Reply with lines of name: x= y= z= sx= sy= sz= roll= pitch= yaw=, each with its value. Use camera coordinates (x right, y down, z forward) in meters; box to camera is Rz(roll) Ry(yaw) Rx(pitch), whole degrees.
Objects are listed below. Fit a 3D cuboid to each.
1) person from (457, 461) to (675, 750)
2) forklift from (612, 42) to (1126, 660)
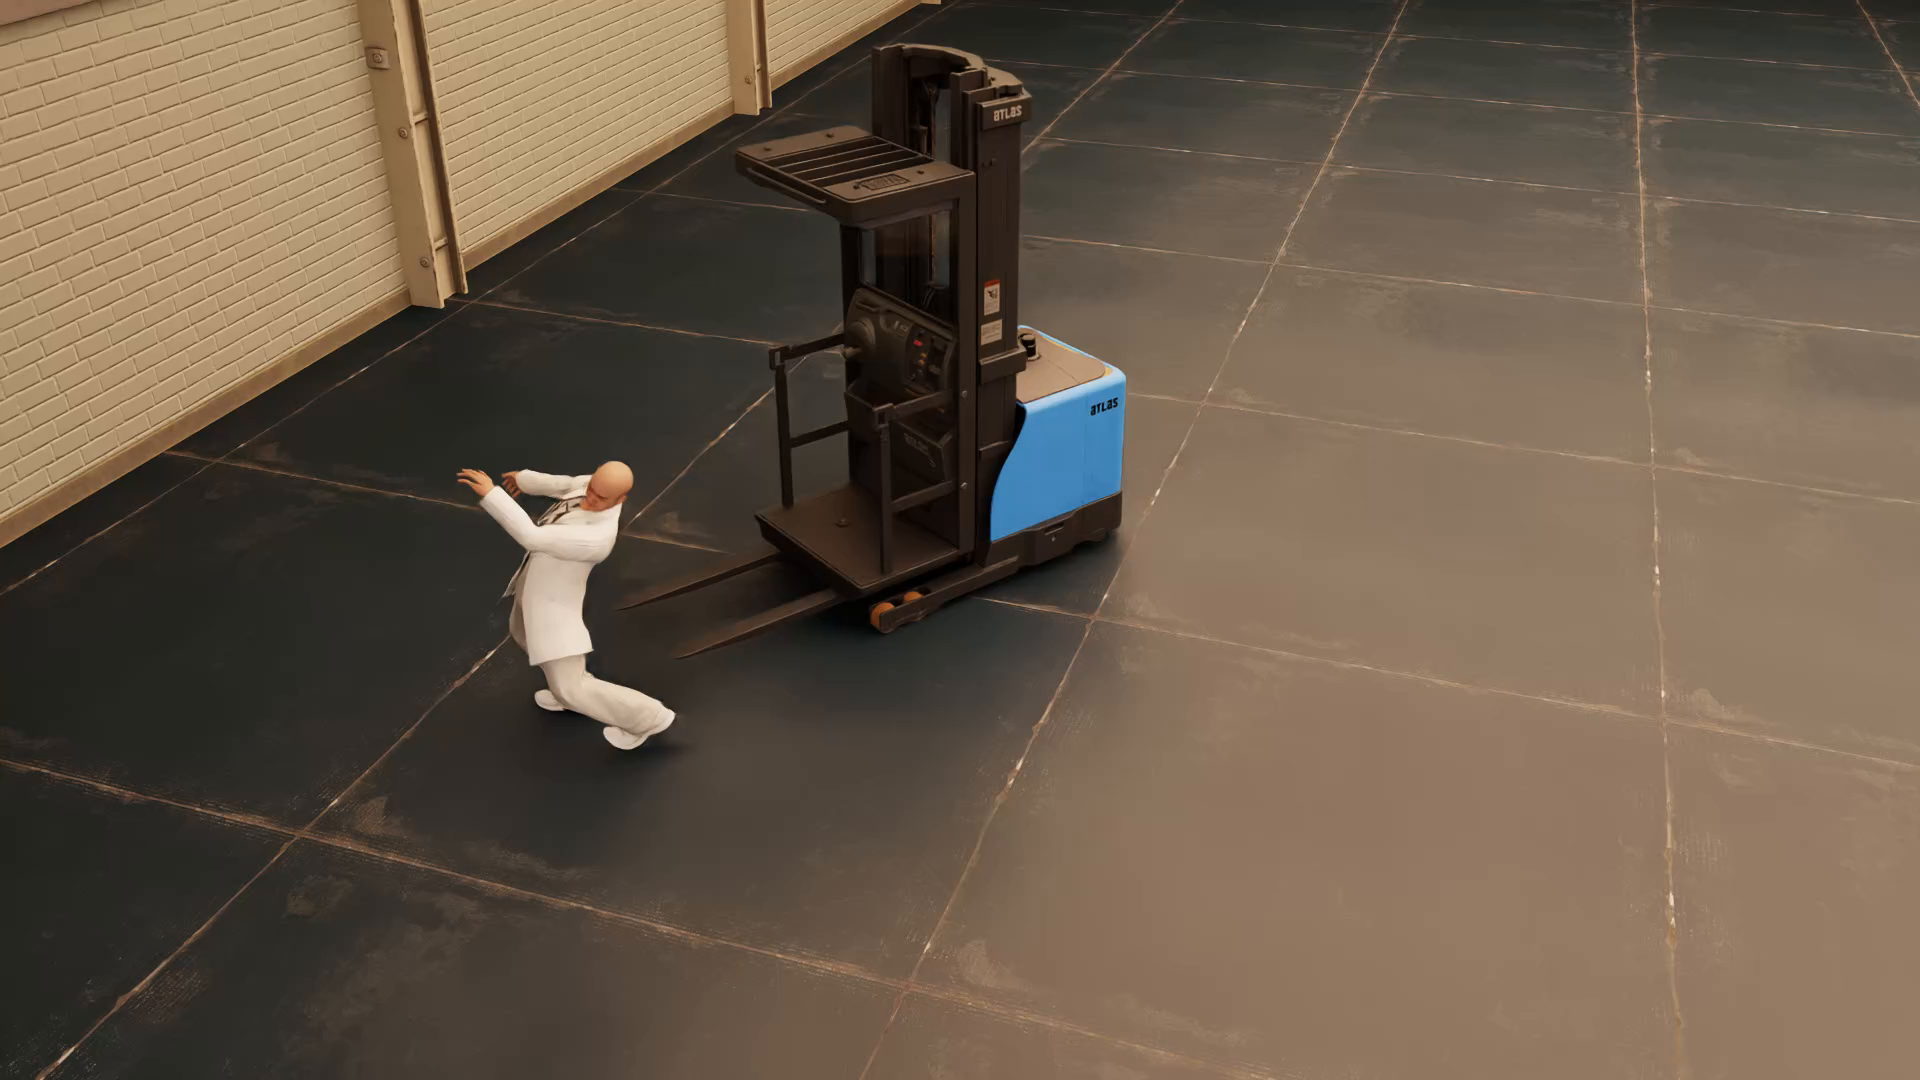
person: x=-1.979 y=0.212 z=8.152 sx=0.805 sy=1.547 sz=1.099 roll=-13 pitch=32 yaw=-21
forklift: x=-0.494 y=-1.055 z=8.988 sx=3.031 sy=2.935 sz=1.130 roll=-21 pitch=36 yaw=-32
